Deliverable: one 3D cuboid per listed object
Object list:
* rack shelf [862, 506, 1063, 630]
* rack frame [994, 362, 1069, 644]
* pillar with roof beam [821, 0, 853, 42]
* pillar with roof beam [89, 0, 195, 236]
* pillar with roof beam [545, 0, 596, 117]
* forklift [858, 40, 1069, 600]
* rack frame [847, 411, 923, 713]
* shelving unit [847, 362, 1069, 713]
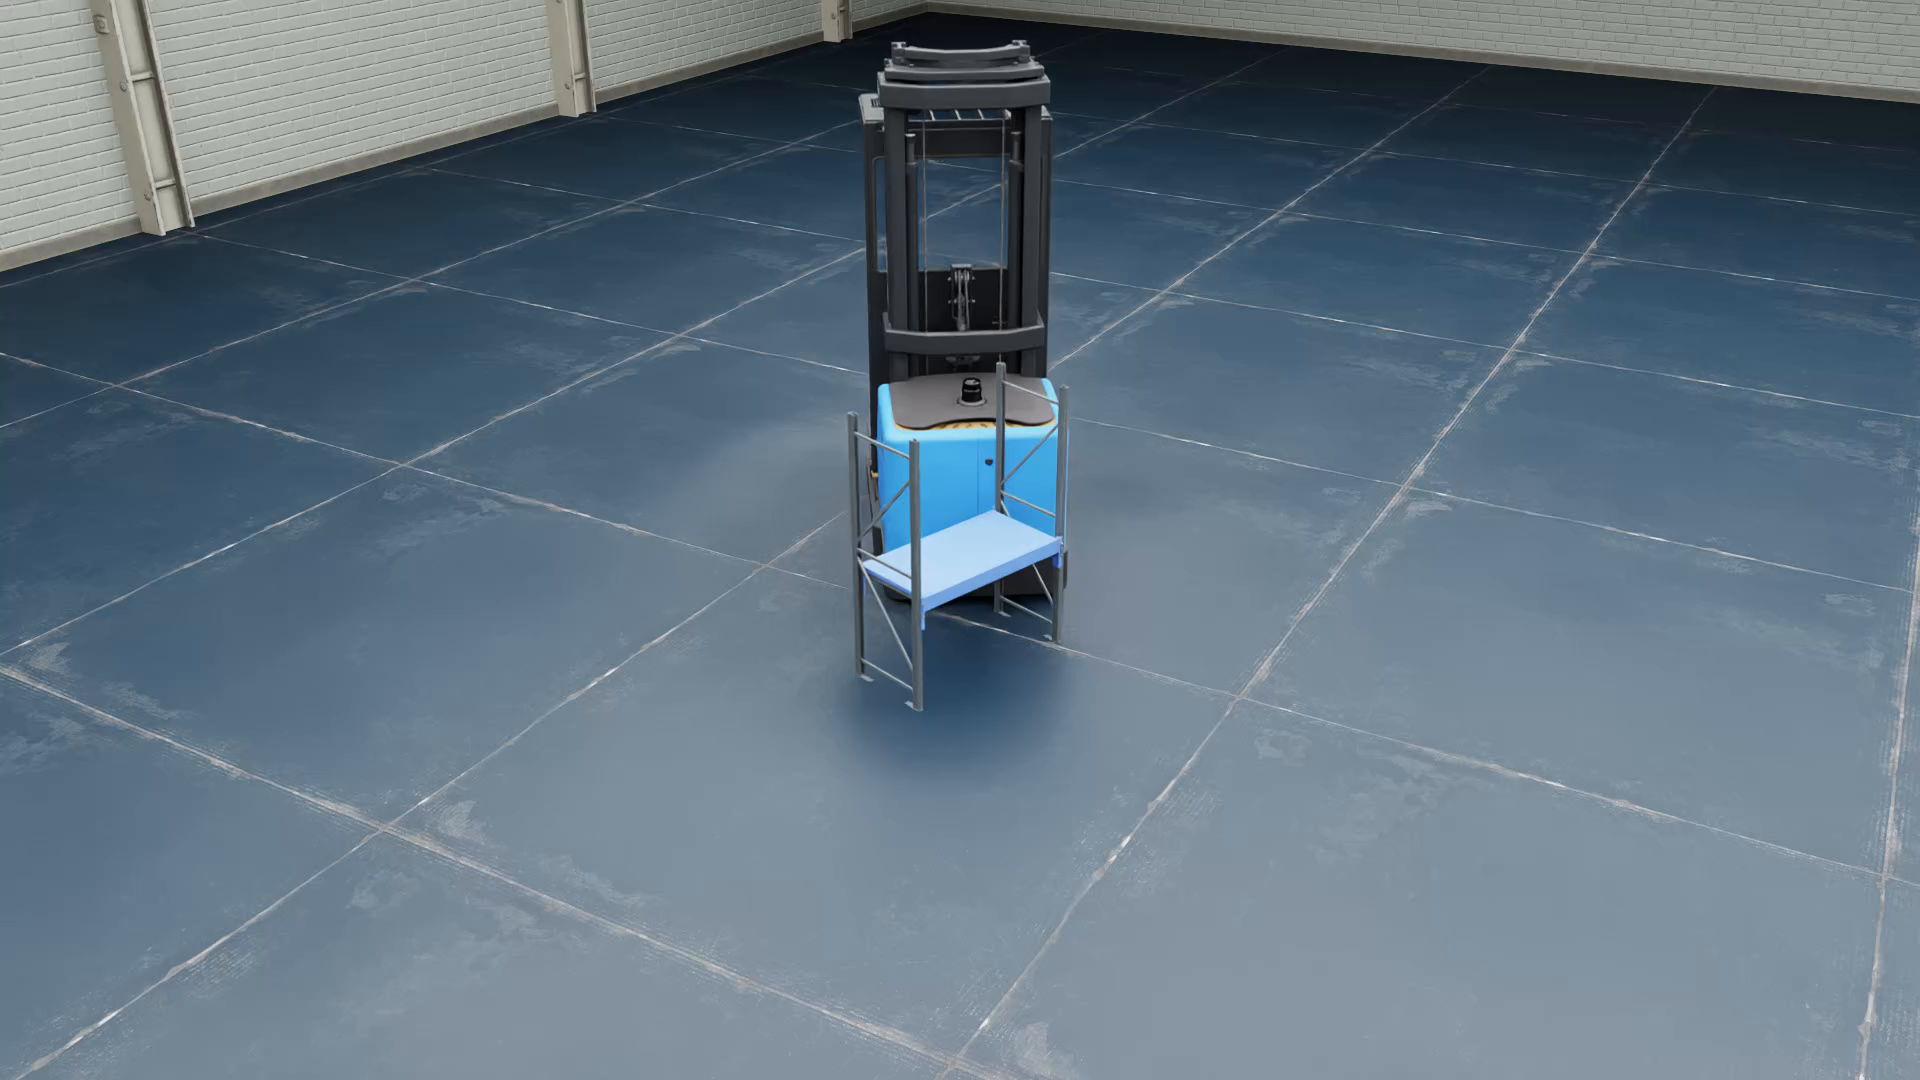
[{"bbox_3d":[0.001,0.131,8.714,1.000,0.185,0.538,-23,34,-38],"label":"rack shelf"},{"bbox_3d":[0.373,-0.185,8.943,0.032,1.500,0.500,-23,34,-38],"label":"rack frame"},{"bbox_3d":[1.853,-10.819,21.811,9.100,9.000,0.400,14,30,26],"label":"pillar with roof beam"},{"bbox_3d":[-4.050,-6.143,12.468,9.100,9.000,0.400,14,30,26],"label":"pillar with roof beam"},{"bbox_3d":[-1.098,-8.481,17.139,9.100,9.000,0.400,14,30,26],"label":"pillar with roof beam"},{"bbox_3d":[-0.036,-1.600,10.172,1.130,2.935,3.031,-2,27,-5],"label":"forklift"},{"bbox_3d":[-0.371,0.125,8.324,0.032,1.500,0.500,-23,34,-38],"label":"rack frame"},{"bbox_3d":[0.001,-0.030,8.634,1.048,1.500,0.538,-23,34,-38],"label":"shelving unit"}]
